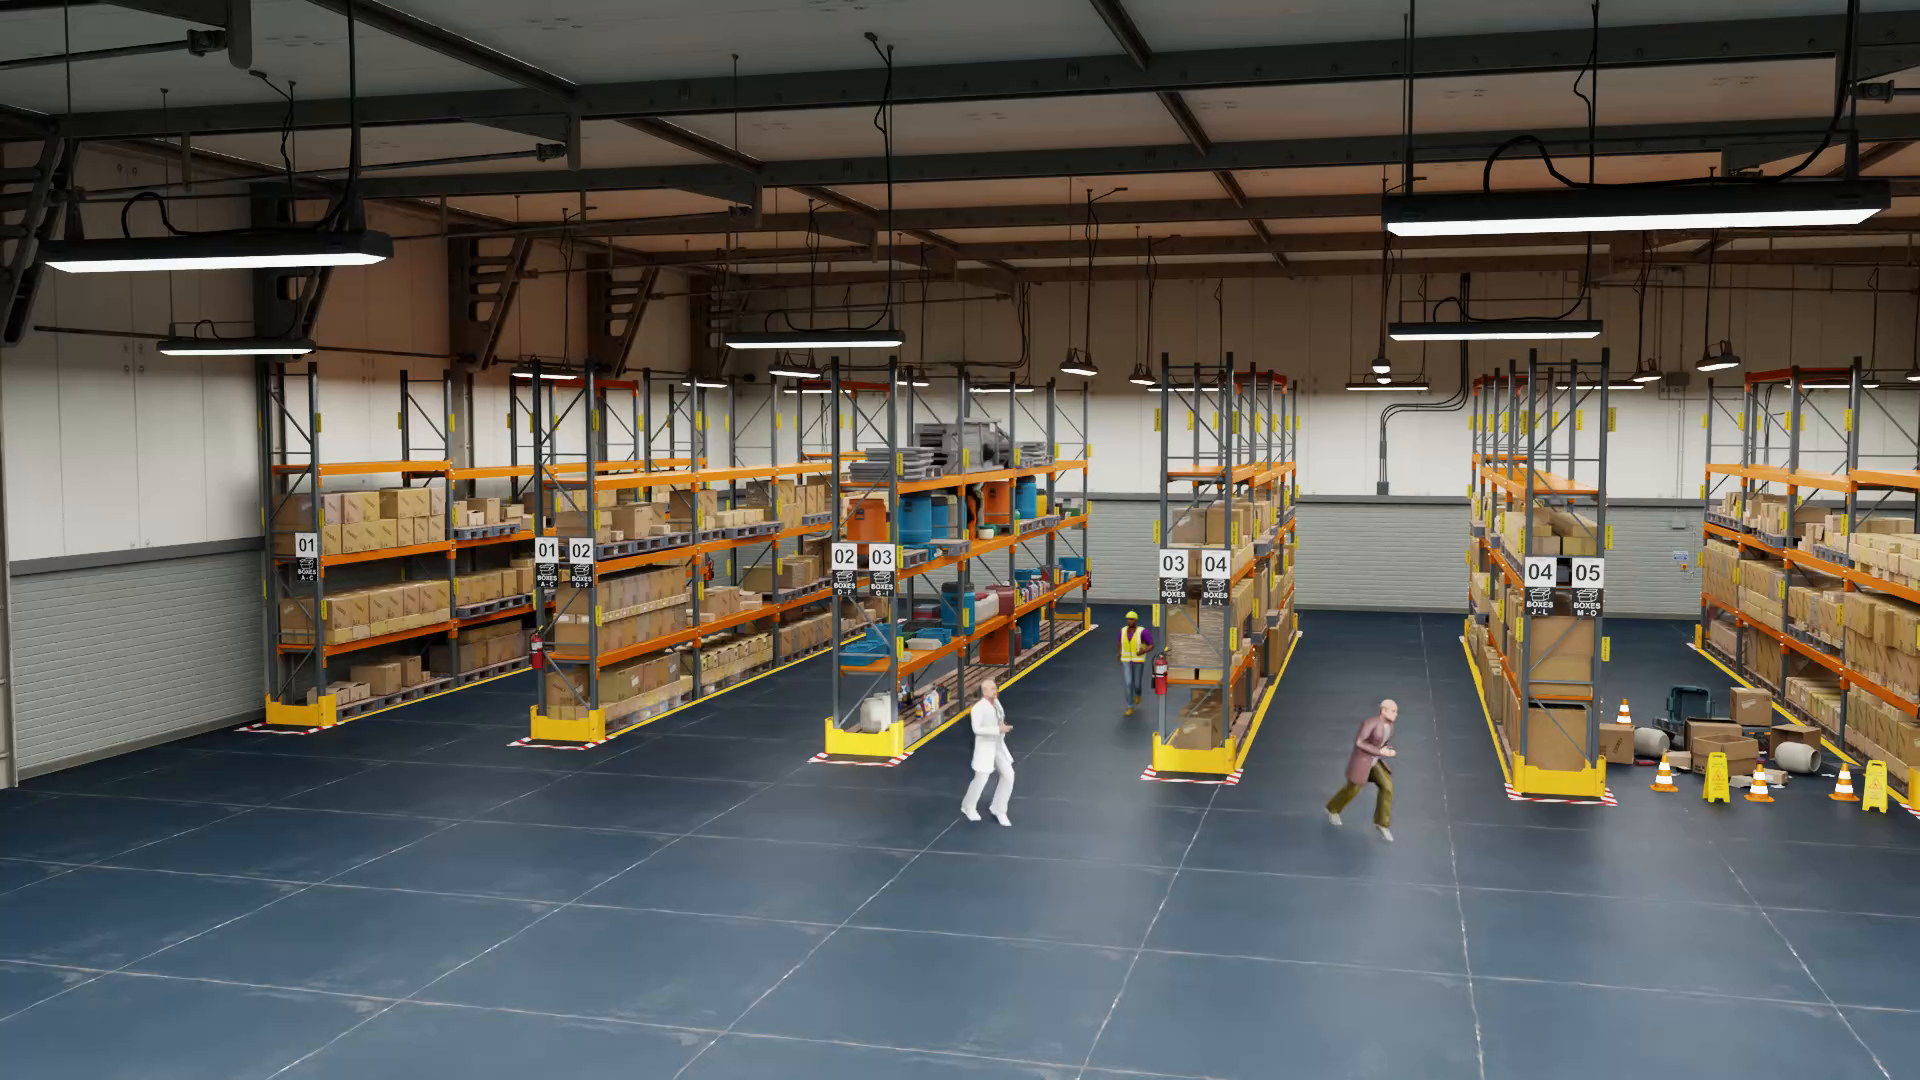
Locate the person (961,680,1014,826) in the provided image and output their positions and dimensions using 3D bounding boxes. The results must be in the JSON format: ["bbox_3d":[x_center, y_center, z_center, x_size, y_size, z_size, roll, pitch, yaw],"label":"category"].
[{"bbox_3d":[0.356,2.663,20.714,0.840,1.856,0.708,4,5,42],"label":"person"}]

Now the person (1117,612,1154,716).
[{"bbox_3d":[3.007,2.112,28.705,0.689,1.767,0.852,1,4,18],"label":"person"}]

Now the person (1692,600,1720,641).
[{"bbox_3d":[17.191,1.520,37.925,0.907,1.678,0.595,2,5,27],"label":"person"}]

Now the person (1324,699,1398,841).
[{"bbox_3d":[4.906,2.761,20.266,0.754,1.746,1.037,-3,5,-41],"label":"person"}]
